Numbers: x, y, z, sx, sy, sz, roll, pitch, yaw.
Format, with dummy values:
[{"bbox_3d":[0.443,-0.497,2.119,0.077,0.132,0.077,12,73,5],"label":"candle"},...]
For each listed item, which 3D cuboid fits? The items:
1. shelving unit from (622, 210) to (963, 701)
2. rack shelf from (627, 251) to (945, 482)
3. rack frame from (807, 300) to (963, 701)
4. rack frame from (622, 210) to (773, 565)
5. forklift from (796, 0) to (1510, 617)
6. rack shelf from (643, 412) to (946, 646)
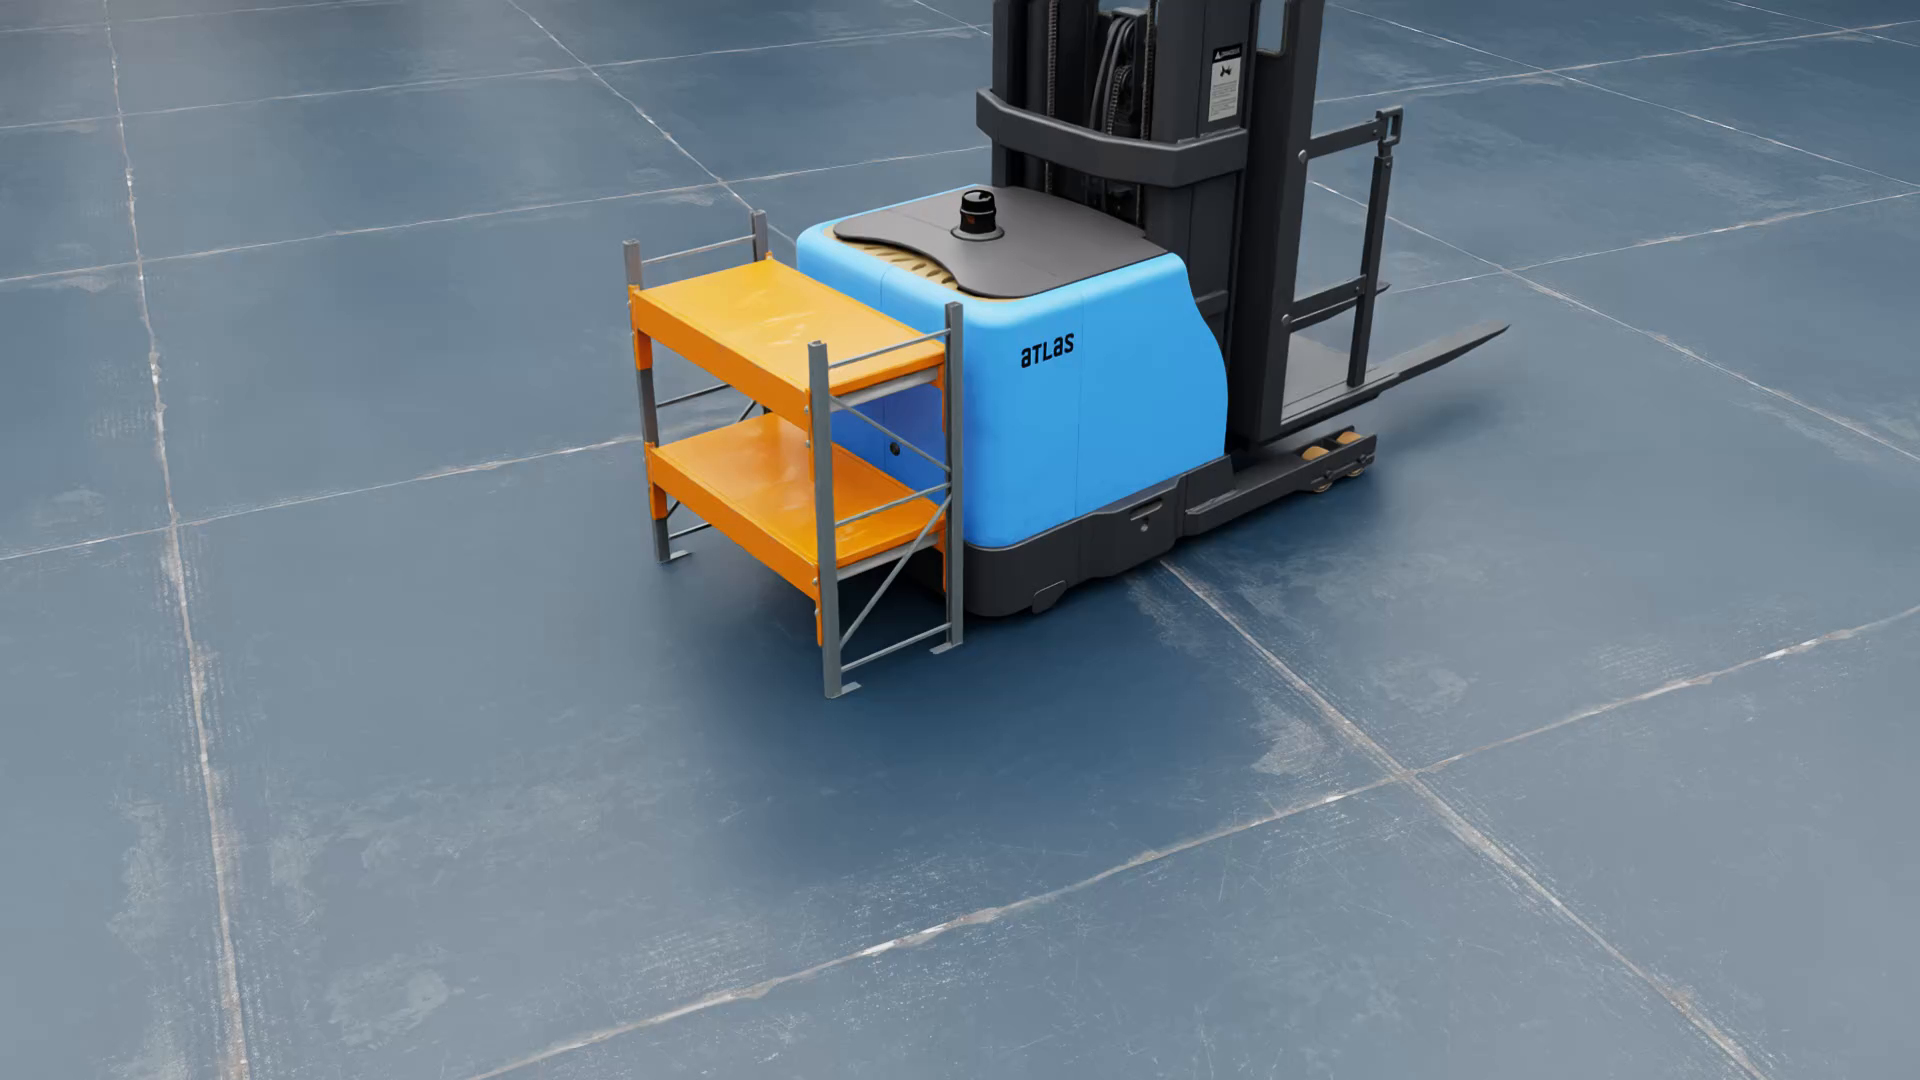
[{"bbox_3d":[-0.511,-0.293,5.123,0.538,1.125,1.048,-21,36,-33],"label":"shelving unit"},{"bbox_3d":[-0.511,-0.549,4.980,0.538,0.278,1.000,-21,36,-33],"label":"rack shelf"},{"bbox_3d":[-0.196,-0.098,4.774,0.500,1.125,0.032,-21,36,-33],"label":"rack frame"},{"bbox_3d":[-0.825,-0.489,5.471,0.500,1.125,0.032,-21,36,-33],"label":"rack frame"},{"bbox_3d":[0.909,-1.627,5.656,3.031,2.935,1.130,-22,36,-34],"label":"forklift"},{"bbox_3d":[-0.510,-0.080,5.242,0.538,0.278,1.000,-21,36,-33],"label":"rack shelf"}]
